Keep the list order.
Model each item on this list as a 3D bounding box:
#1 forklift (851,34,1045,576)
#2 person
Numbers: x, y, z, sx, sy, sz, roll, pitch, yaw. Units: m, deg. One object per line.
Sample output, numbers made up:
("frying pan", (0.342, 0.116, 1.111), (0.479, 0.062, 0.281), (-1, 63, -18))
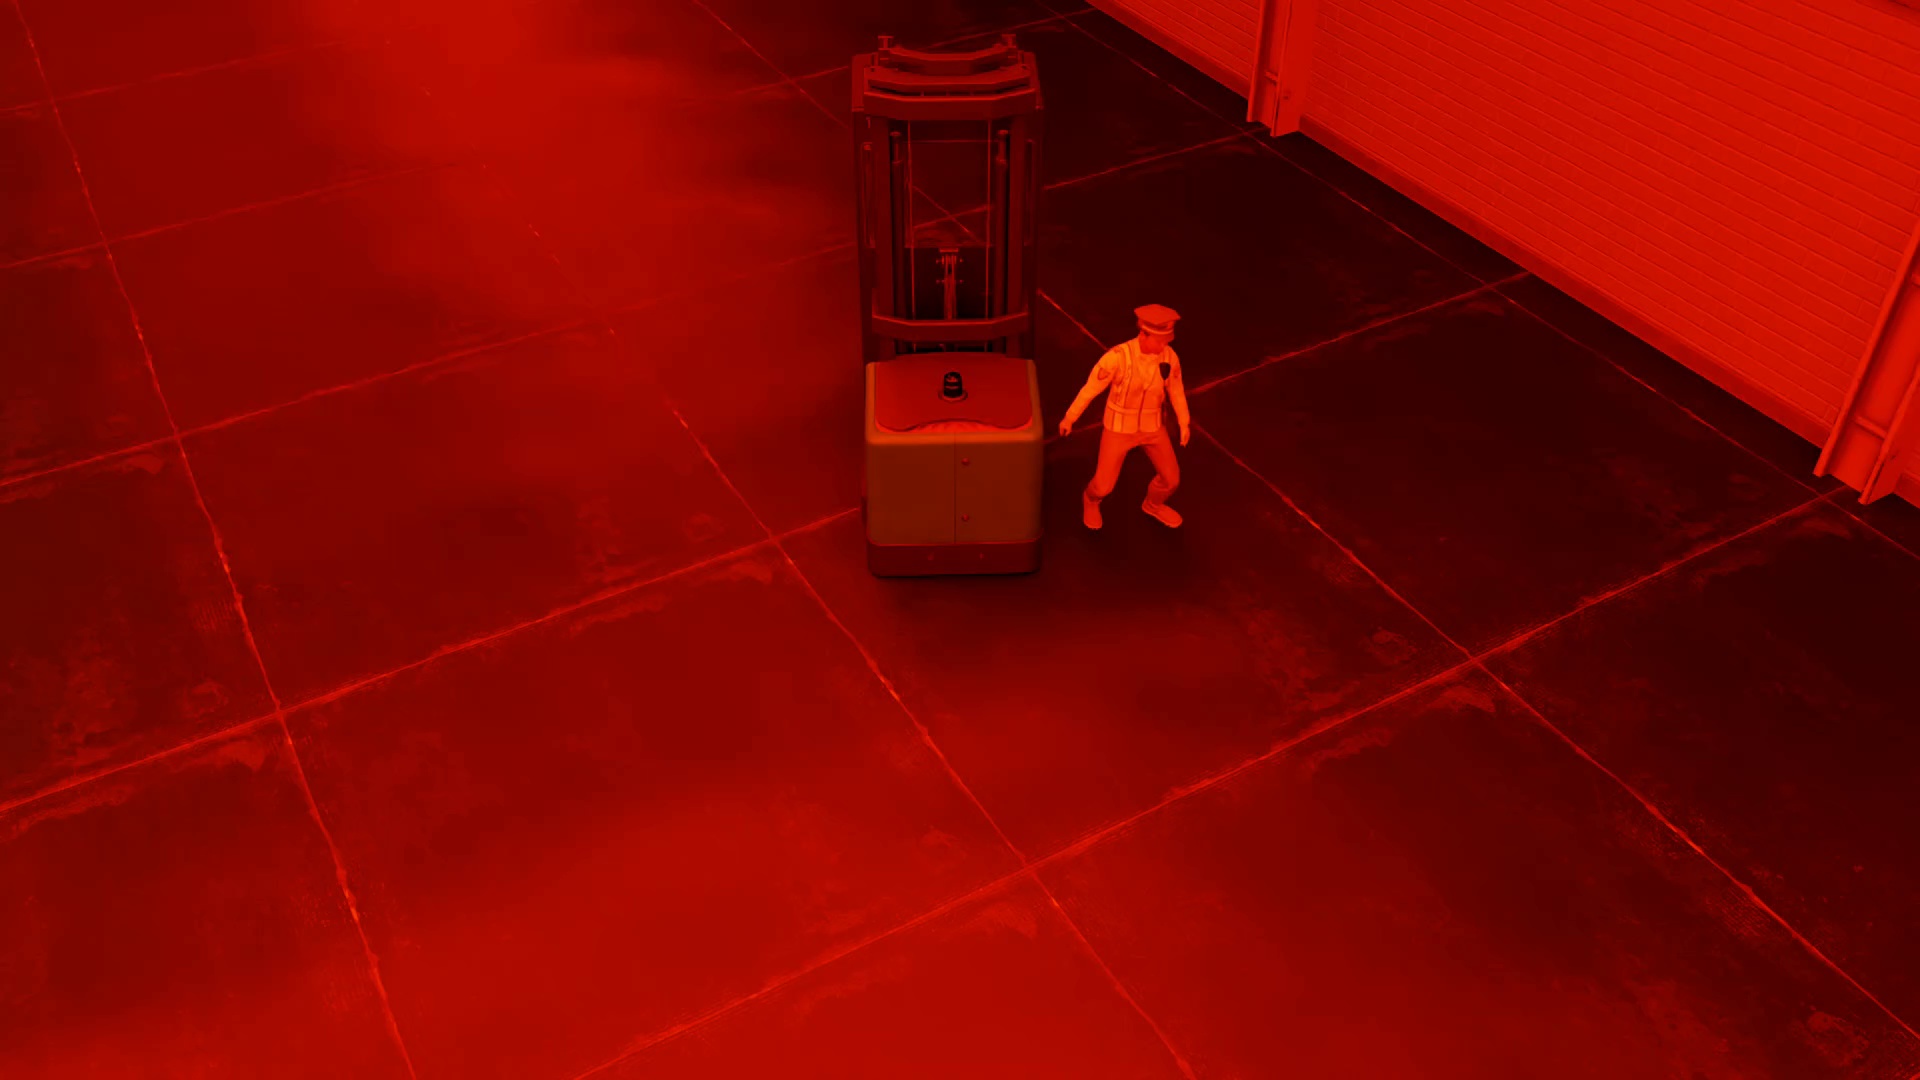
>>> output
("forklift", (-0.081, -1.833, 10.246), (1.130, 2.935, 3.031), (-1, 40, -2))
("person", (0.993, -0.720, 9.968), (0.799, 1.600, 0.434), (-6, 40, -7))
